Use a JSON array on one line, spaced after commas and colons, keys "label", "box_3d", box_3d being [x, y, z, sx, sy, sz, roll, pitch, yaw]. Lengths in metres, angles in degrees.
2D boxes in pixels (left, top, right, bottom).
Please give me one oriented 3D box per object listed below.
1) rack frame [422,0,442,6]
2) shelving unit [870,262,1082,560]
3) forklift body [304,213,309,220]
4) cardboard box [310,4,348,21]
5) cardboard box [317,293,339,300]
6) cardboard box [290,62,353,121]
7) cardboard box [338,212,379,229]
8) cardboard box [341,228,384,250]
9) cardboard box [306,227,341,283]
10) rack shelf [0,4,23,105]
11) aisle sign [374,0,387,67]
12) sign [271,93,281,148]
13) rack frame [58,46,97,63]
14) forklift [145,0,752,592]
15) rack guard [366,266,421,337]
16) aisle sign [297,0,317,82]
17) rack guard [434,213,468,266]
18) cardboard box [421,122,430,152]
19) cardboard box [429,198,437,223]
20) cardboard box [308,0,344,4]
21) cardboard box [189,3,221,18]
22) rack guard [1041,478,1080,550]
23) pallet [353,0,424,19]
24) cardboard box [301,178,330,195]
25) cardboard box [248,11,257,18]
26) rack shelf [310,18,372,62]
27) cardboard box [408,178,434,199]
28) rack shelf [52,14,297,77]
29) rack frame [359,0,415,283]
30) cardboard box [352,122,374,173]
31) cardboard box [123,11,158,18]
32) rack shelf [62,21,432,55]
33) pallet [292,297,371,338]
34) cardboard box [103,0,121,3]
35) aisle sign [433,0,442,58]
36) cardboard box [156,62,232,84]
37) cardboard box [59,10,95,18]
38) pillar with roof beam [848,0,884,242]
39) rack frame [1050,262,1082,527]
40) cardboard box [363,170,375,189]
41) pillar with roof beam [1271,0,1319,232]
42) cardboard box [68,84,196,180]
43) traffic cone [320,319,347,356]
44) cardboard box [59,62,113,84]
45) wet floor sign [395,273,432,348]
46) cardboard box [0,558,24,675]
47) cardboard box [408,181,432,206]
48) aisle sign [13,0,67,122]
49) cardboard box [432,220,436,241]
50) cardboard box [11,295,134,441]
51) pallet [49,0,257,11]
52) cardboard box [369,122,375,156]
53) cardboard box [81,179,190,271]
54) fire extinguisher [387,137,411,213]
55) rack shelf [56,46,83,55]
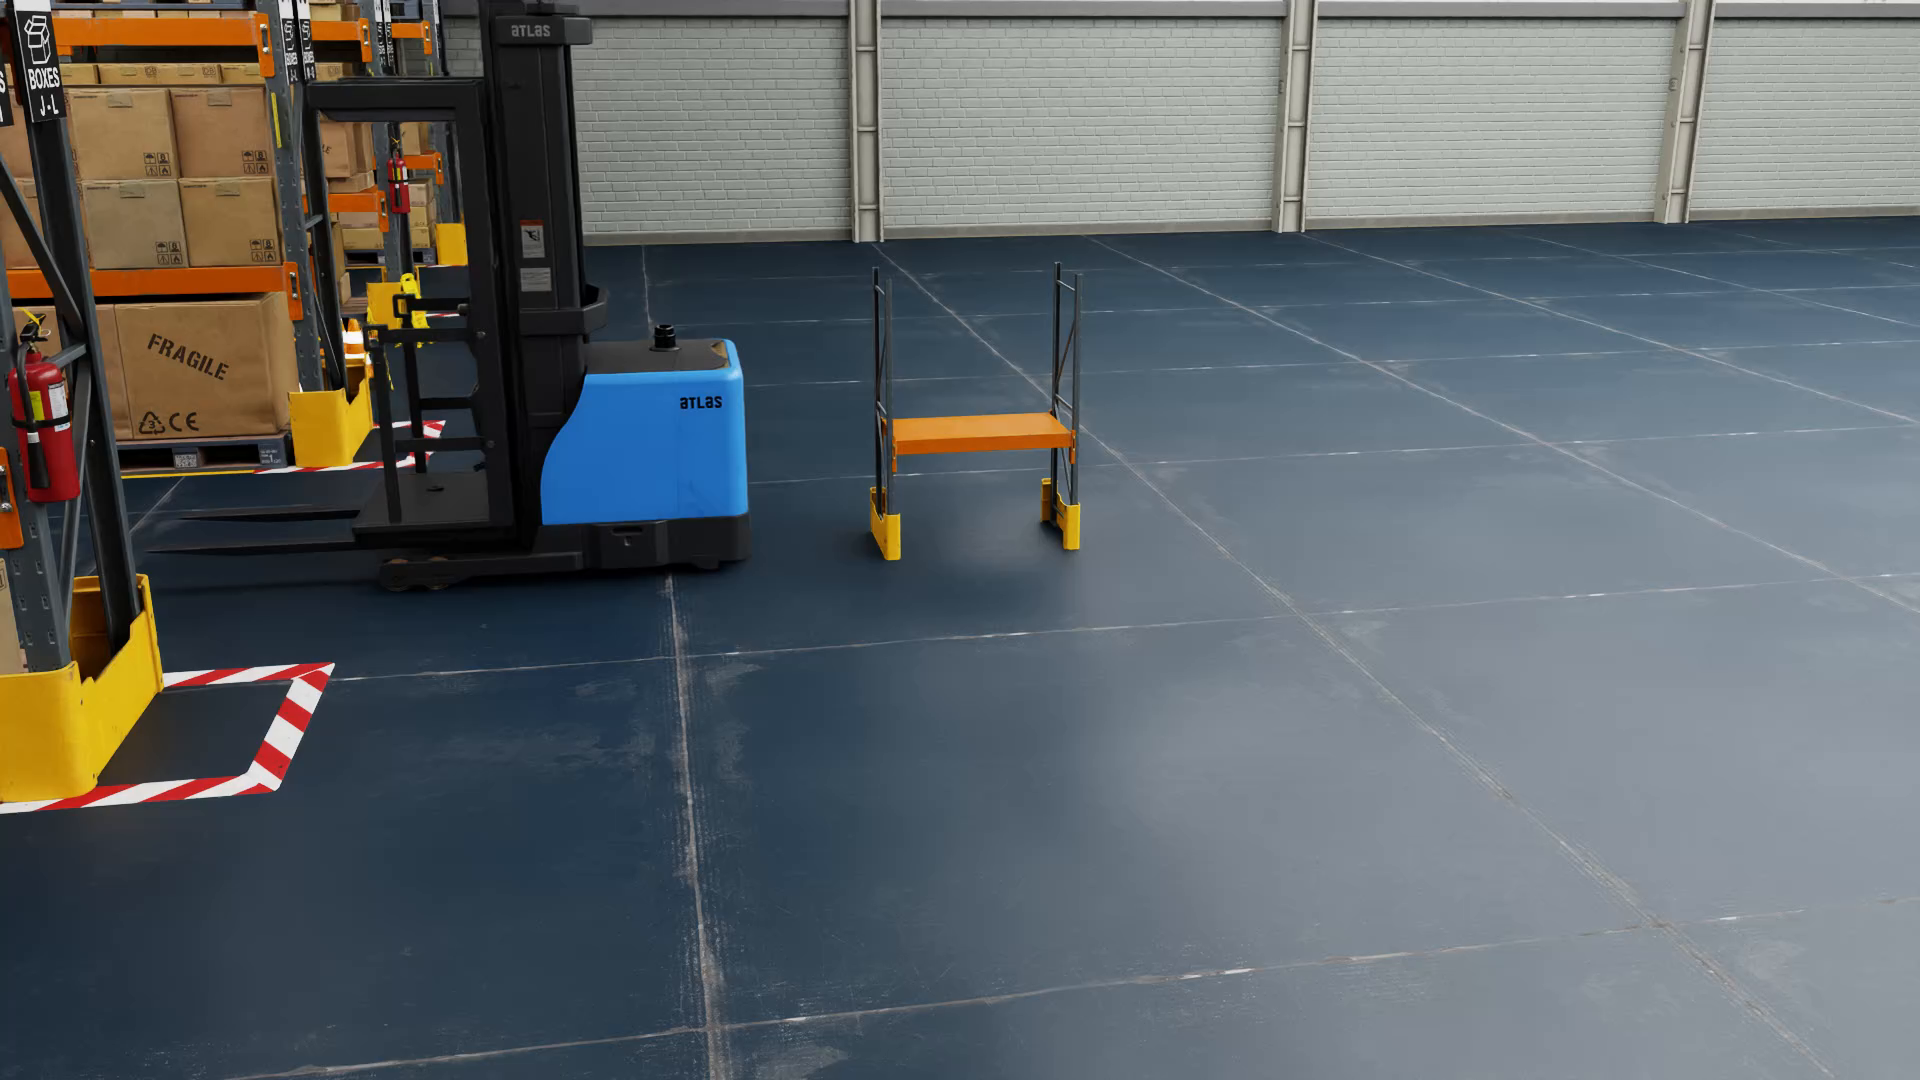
[{"label": "rack frame", "box_3d": [-6.283, -7.795, 19.364, 0.127, 3.000, 1.000, -3, 17, -10]}, {"label": "shelving unit", "box_3d": [0.075, -0.721, 9.105, 1.083, 1.500, 0.587, -3, 17, -10]}, {"label": "forklift body", "box_3d": [-7.798, -3.890, 18.313, 1.214, 2.155, 2.313, -3, 17, -10]}, {"label": "cardboard box", "box_3d": [-5.635, -4.710, 14.856, 0.250, 0.149, 0.380, -3, 17, -10]}, {"label": "cardboard box", "box_3d": [-6.104, -2.259, 15.525, 0.500, 0.250, 0.500, -3, 17, -11]}, {"label": "cardboard box", "box_3d": [-5.798, -4.073, 15.084, 0.500, 0.500, 0.700, -4, 17, -12]}, {"label": "cardboard box", "box_3d": [-7.196, -3.910, 20.051, 0.500, 0.250, 0.500, -3, 17, -11]}, {"label": "cardboard box", "box_3d": [-7.174, -3.671, 20.124, 0.500, 0.250, 0.500, -3, 17, -10]}, {"label": "cardboard box", "box_3d": [-6.075, -2.622, 15.429, 0.500, 0.500, 0.500, -3, 17, -10]}, {"label": "rack shelf", "box_3d": [-5.421, -1.618, 5.588, 4.000, 0.370, 1.077, -3, 17, -10]}, {"label": "aisle sign", "box_3d": [-5.222, -4.659, 14.944, 0.004, 0.787, 0.394, -3, 17, -10]}, {"label": "sign", "box_3d": [-4.210, -2.585, 10.243, 0.005, 0.325, 0.100, -3, 17, -10]}, {"label": "rack frame", "box_3d": [-10.210, -4.704, 19.520, 0.127, 3.000, 1.000, -3, 17, -10]}, {"label": "forklift", "box_3d": [-2.669, -1.305, 8.568, 3.031, 2.935, 1.130, -3, 17, -10]}, {"label": "rack guard", "box_3d": [-5.412, -2.297, 15.940, 0.348, 0.500, 1.175, -3, 17, -10]}, {"label": "aisle sign", "box_3d": [-4.286, -3.408, 10.872, 0.004, 0.787, 0.394, -3, 17, -10]}, {"label": "rack guard", "box_3d": [-6.259, -3.734, 20.616, 0.348, 0.500, 1.175, -3, 17, -10]}, {"label": "cardboard box", "box_3d": [-6.822, -5.027, 20.401, 0.500, 0.500, 0.500, -3, 17, -9]}, {"label": "cardboard box", "box_3d": [-6.784, -4.086, 20.623, 0.500, 0.250, 0.500, -3, 17, -9]}, {"label": "cardboard box", "box_3d": [-5.789, -4.895, 14.779, 0.500, 0.250, 0.500, -3, 17, -11]}, {"label": "cardboard box", "box_3d": [-6.637, -4.659, 14.691, 0.250, 0.149, 0.380, -3, 17, -11]}, {"label": "rack guard", "box_3d": [0.564, -0.151, 9.379, 0.087, 0.250, 0.587, -3, 17, -10]}, {"label": "pallet", "box_3d": [-6.982, -6.287, 19.714, 1.213, 0.211, 1.003, -3, 17, -10]}, {"label": "cardboard box", "box_3d": [-5.892, -3.248, 15.205, 0.250, 0.149, 0.380, -3, 17, -11]}, {"label": "cardboard box", "box_3d": [-6.140, -4.682, 14.764, 0.250, 0.149, 0.380, -3, 17, -9]}, {"label": "rack shelf", "box_3d": [-7.301, -4.475, 14.889, 4.000, 0.370, 1.077, -3, 17, -10]}, {"label": "cardboard box", "box_3d": [-6.790, -4.319, 20.531, 0.500, 0.250, 0.500, -4, 17, -11]}, {"label": "rack shelf", "box_3d": [-6.263, -3.054, 10.262, 4.000, 0.370, 1.077, -3, 17, -10]}, {"label": "rack frame", "box_3d": [-5.337, -3.497, 15.587, 0.127, 3.000, 1.000, -3, 17, -10]}, {"label": "cardboard box", "box_3d": [-5.855, -3.740, 15.703, 0.500, 0.500, 0.500, -4, 17, -11]}, {"label": "cardboard box", "box_3d": [-7.134, -4.611, 14.536, 0.250, 0.149, 0.380, -3, 17, -11]}, {"label": "rack shelf", "box_3d": [-8.246, -5.906, 19.547, 4.000, 0.370, 1.077, -3, 17, -10]}, {"label": "pallet", "box_3d": [-6.216, -2.124, 15.868, 1.213, 0.211, 1.003, -3, 17, -10]}, {"label": "cardboard box", "box_3d": [-7.287, -4.808, 14.497, 0.500, 0.250, 0.500, -3, 17, -10]}, {"label": "aisle sign", "box_3d": [-6.162, -6.089, 19.599, 0.004, 0.787, 0.394, -3, 17, -10]}, {"label": "cardboard box", "box_3d": [-6.777, -3.989, 14.810, 0.500, 0.500, 0.700, -3, 17, -11]}, {"label": "cardboard box", "box_3d": [-7.630, -4.581, 14.436, 0.250, 0.149, 0.380, -4, 17, -12]}, {"label": "pillar with roof beam", "box_3d": [-0.430, -7.109, 17.131, 0.400, 9.000, 9.100, -3, 17, -10]}, {"label": "rack frame", "box_3d": [0.583, -0.750, 9.199, 0.032, 1.500, 0.500, -3, 17, -10]}, {"label": "cardboard box", "box_3d": [-5.710, -3.417, 15.756, 0.250, 0.149, 0.380, -3, 17, -10]}, {"label": "pillar with roof beam", "box_3d": [5.461, -7.443, 18.219, 0.400, 9.000, 9.100, -3, 17, -10]}, {"label": "cardboard box", "box_3d": [-5.193, -2.596, 10.561, 0.550, 0.550, 0.875, -3, 17, -10]}, {"label": "traffic cone", "box_3d": [-5.515, -1.888, 14.671, 0.334, 0.463, 0.336, -3, 17, -10]}, {"label": "cardboard box", "box_3d": [-7.788, -3.946, 14.670, 0.500, 0.500, 0.700, -4, 17, -12]}, {"label": "wet floor sign", "box_3d": [-4.948, -2.073, 14.963, 0.232, 0.644, 0.267, 3, 17, 9]}, {"label": "cardboard box", "box_3d": [-4.074, 0.384, 6.493, 0.500, 0.500, 0.500, 0, 17, 0]}, {"label": "cardboard box", "box_3d": [-6.676, -4.176, 20.064, 0.500, 0.250, 0.500, -3, 17, -9]}, {"label": "aisle sign", "box_3d": [-3.453, -1.972, 6.197, 0.004, 0.787, 0.394, -3, 17, -10]}, {"label": "cardboard box", "box_3d": [-6.802, -3.843, 20.681, 0.500, 0.250, 0.500, -3, 17, -10]}, {"label": "cardboard box", "box_3d": [-5.816, -1.154, 10.863, 0.875, 0.875, 0.875, -4, 17, -11]}, {"label": "pallet", "box_3d": [-5.025, -3.422, 10.388, 1.213, 0.211, 1.003, -3, 17, -10]}, {"label": "cardboard box", "box_3d": [-7.227, -4.846, 19.809, 0.500, 0.500, 0.500, -3, 17, -9]}, {"label": "cardboard box", "box_3d": [-5.191, -2.076, 10.707, 0.550, 0.550, 0.875, -3, 17, -10]}, {"label": "fire extinguisher", "box_3d": [-5.138, -3.333, 15.186, 0.183, 0.674, 0.296, -3, 17, -10]}, {"label": "rack shelf", "box_3d": [-12.174, -5.683, 18.822, 4.000, 0.370, 1.077, -3, 17, -10]}]
